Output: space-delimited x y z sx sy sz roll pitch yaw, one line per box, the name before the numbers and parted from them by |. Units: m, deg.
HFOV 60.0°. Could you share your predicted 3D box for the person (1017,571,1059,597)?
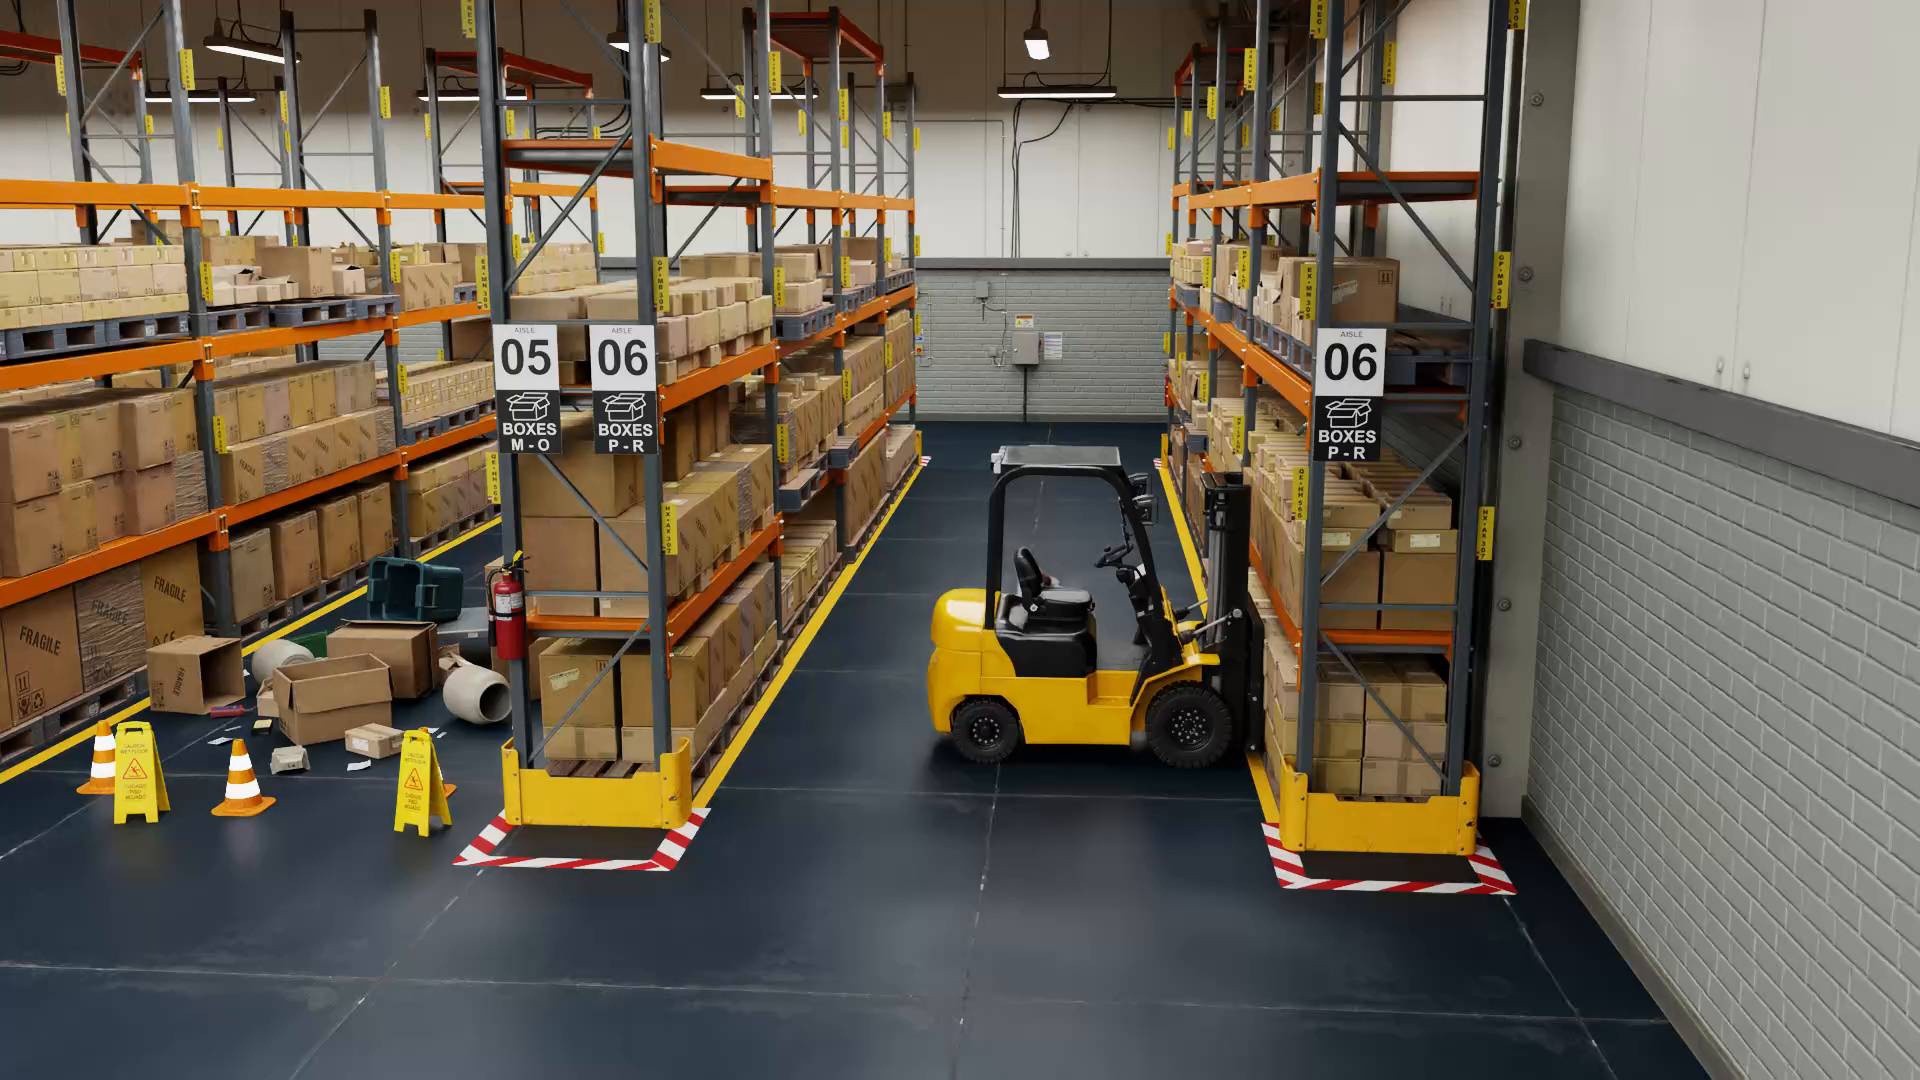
person | 0.693 0.601 15.137 0.435 0.765 0.808 1 11 4
